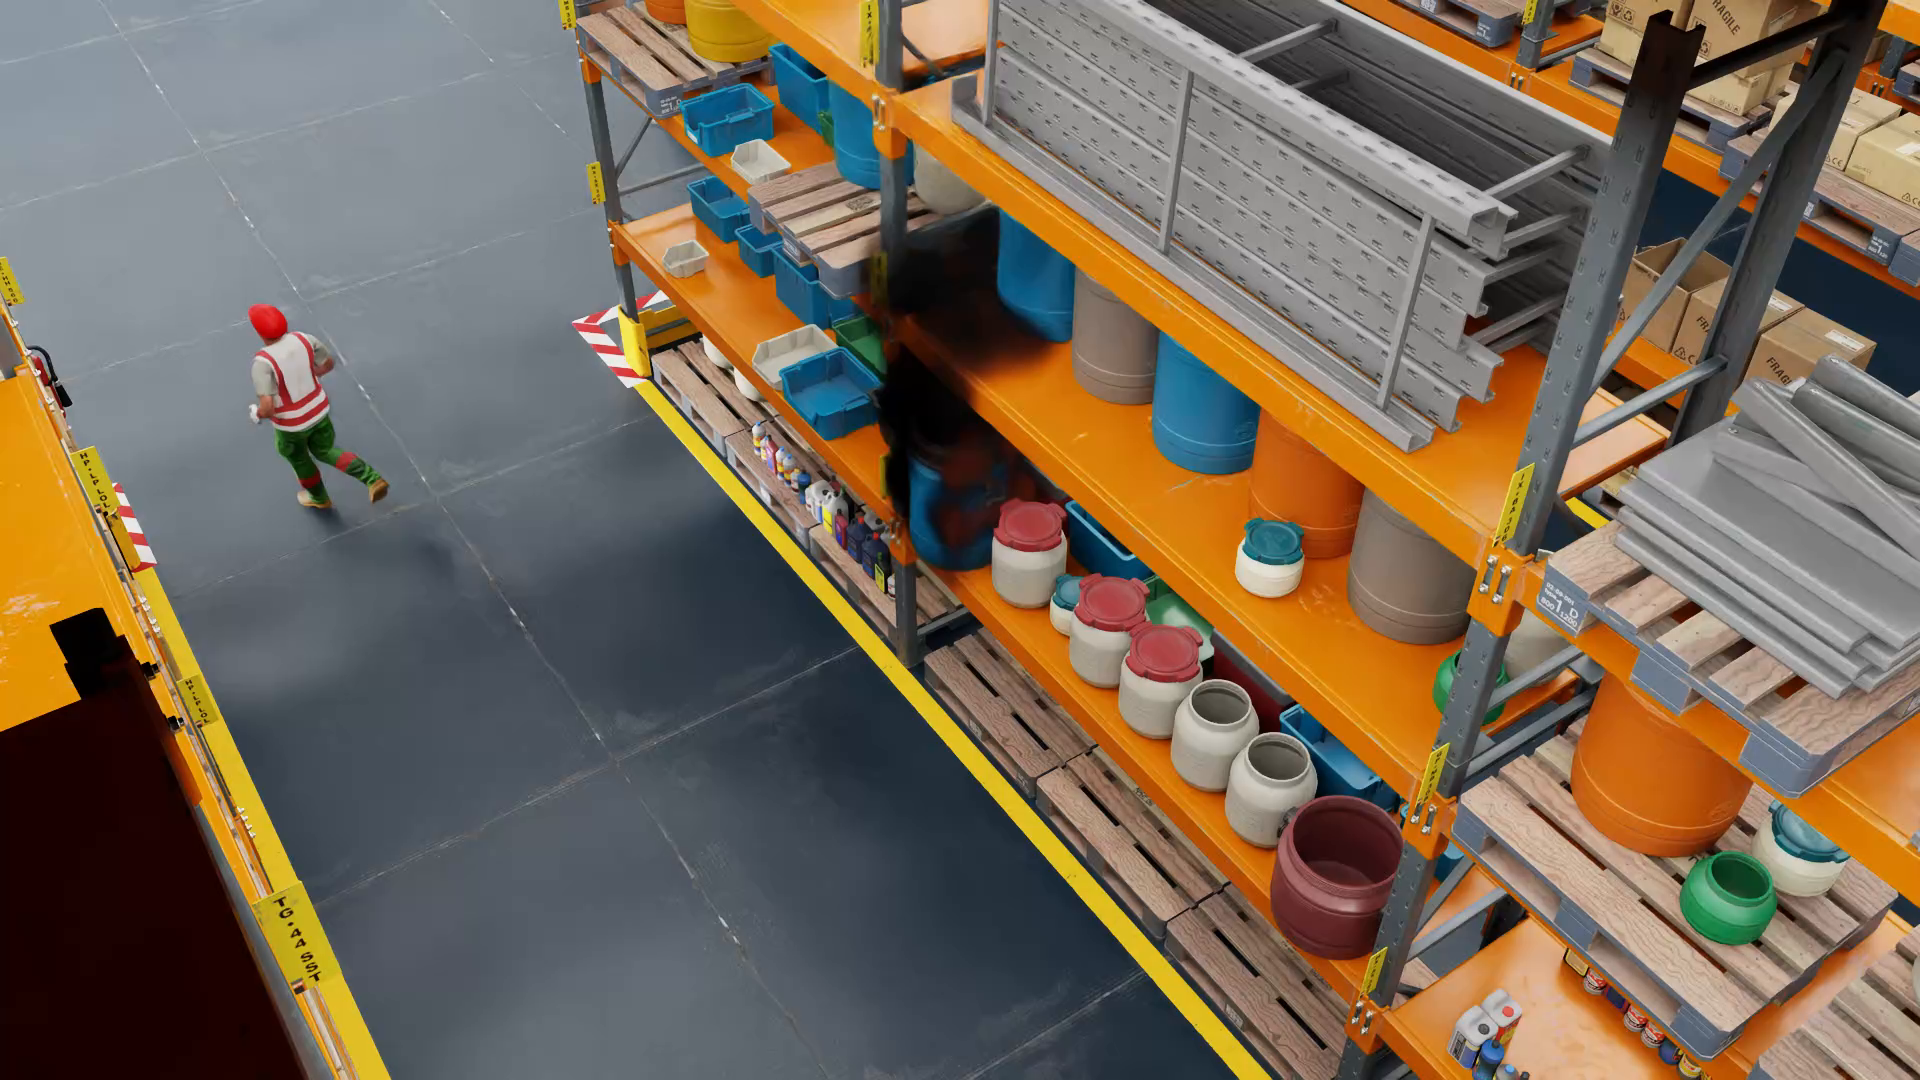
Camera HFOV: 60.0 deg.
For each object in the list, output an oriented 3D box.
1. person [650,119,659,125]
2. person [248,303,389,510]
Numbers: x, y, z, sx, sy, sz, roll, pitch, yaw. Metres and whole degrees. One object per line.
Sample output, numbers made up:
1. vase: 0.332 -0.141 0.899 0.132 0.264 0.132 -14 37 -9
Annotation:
1. person: -2.645 -4.739 15.653 0.769 1.741 0.683 -2 43 -2
2. person: -4.464 -0.825 11.375 0.837 1.778 0.669 22 47 22
